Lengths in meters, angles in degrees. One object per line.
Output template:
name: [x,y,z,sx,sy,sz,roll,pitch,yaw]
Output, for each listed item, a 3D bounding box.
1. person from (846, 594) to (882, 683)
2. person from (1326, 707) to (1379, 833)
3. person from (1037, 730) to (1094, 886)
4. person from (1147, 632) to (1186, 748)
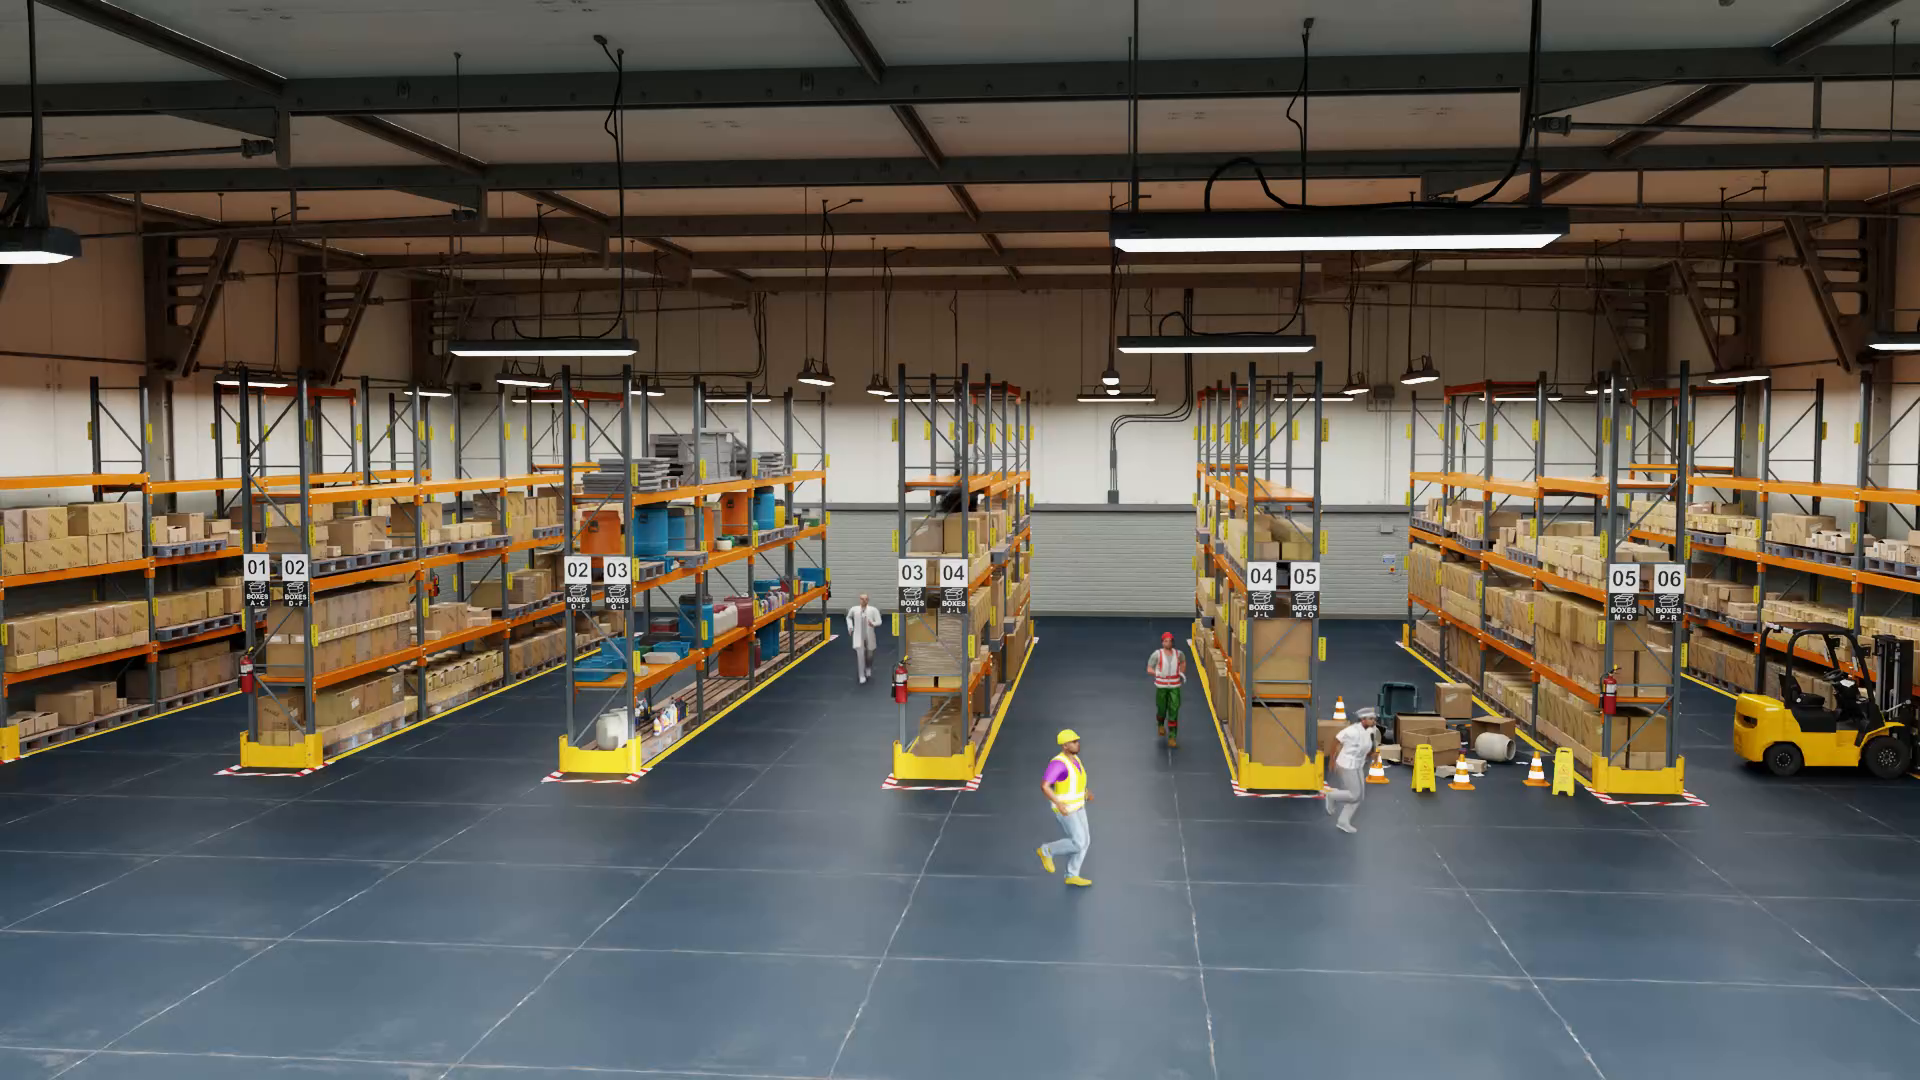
person: [-1.936,1.961,33.484,0.715,1.754,1.020,0,4,-5]
person: [4.937,2.873,20.926,0.694,1.618,0.548,3,5,43]
person: [1.179,2.958,18.448,0.618,1.724,0.718,2,4,28]
person: [3.335,2.372,26.724,0.656,1.786,0.987,0,4,-2]
